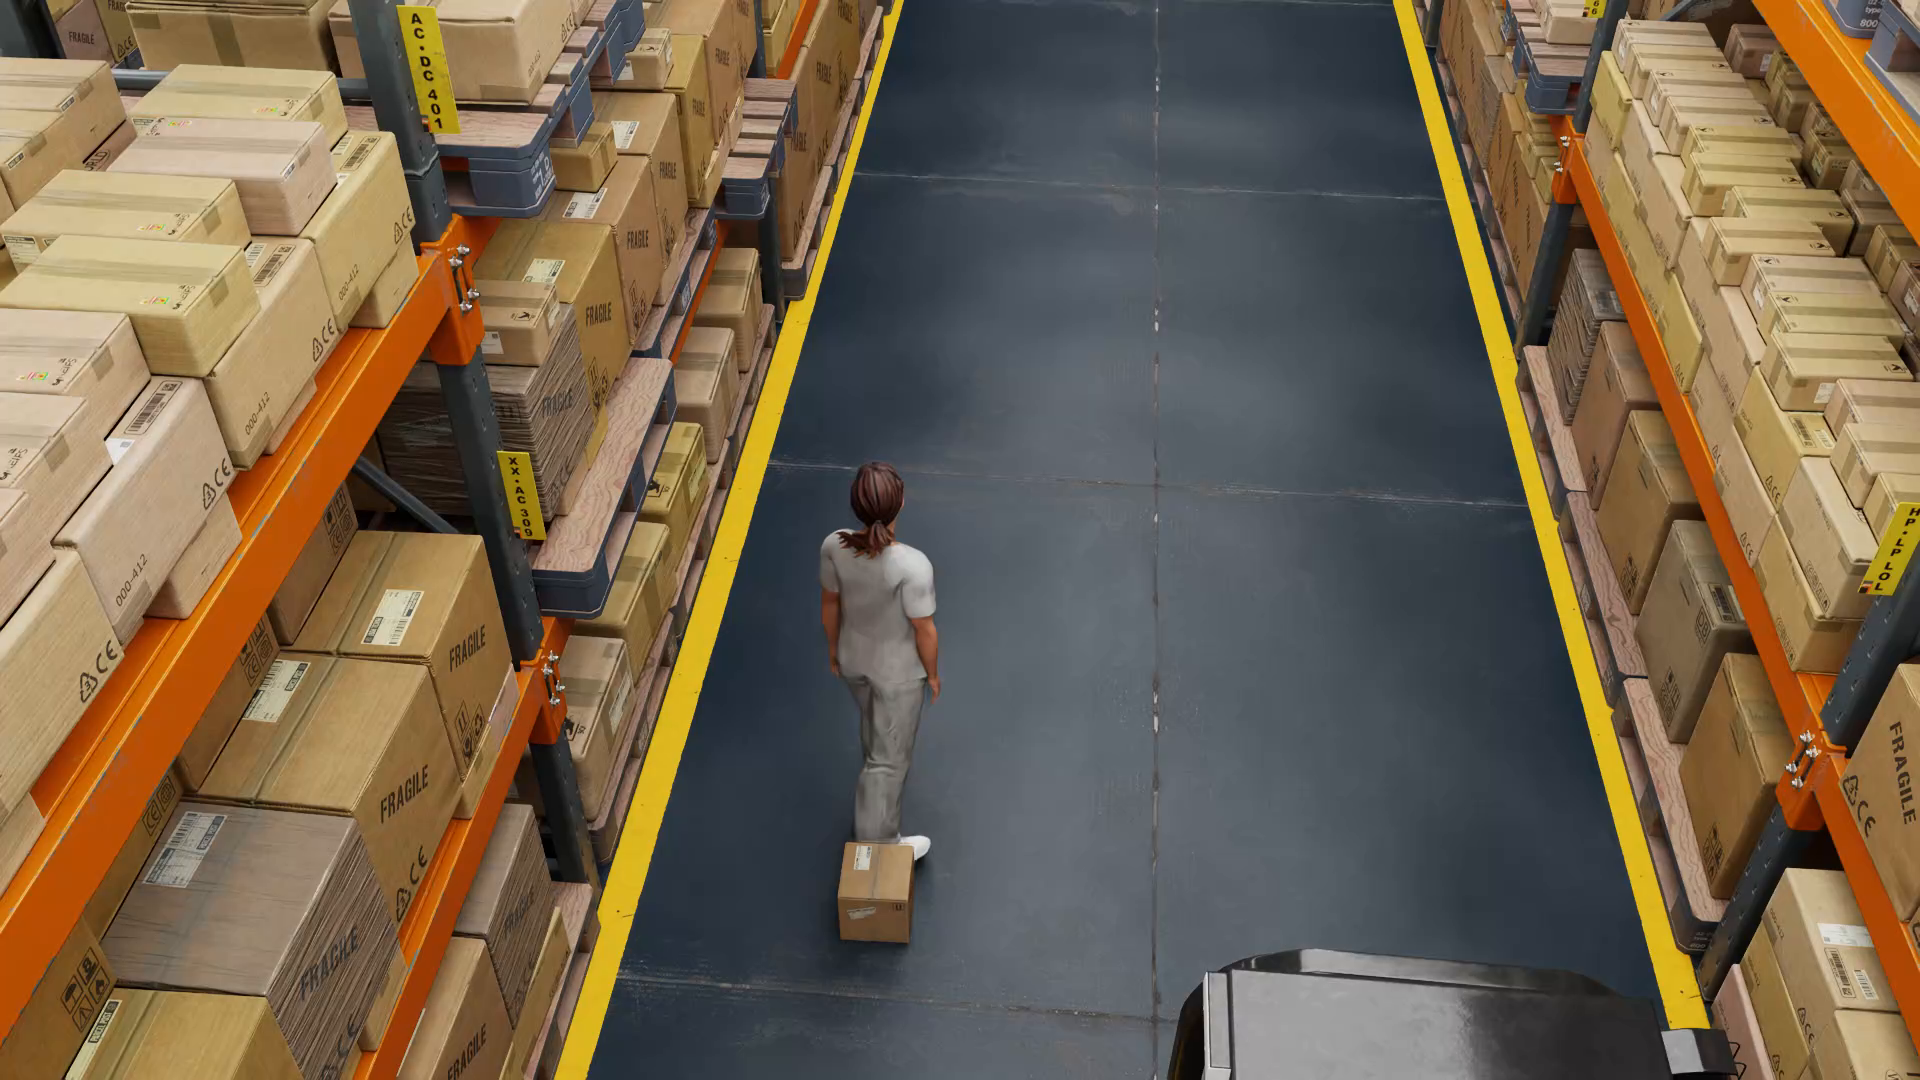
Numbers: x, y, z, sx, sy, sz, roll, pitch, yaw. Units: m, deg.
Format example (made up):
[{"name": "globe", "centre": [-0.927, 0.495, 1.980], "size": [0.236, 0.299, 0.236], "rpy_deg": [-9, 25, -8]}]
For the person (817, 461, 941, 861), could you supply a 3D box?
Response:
[{"name": "person", "centre": [-0.280, 0.452, 5.919], "size": [0.478, 1.666, 0.568], "rpy_deg": [24, 46, 25]}]
